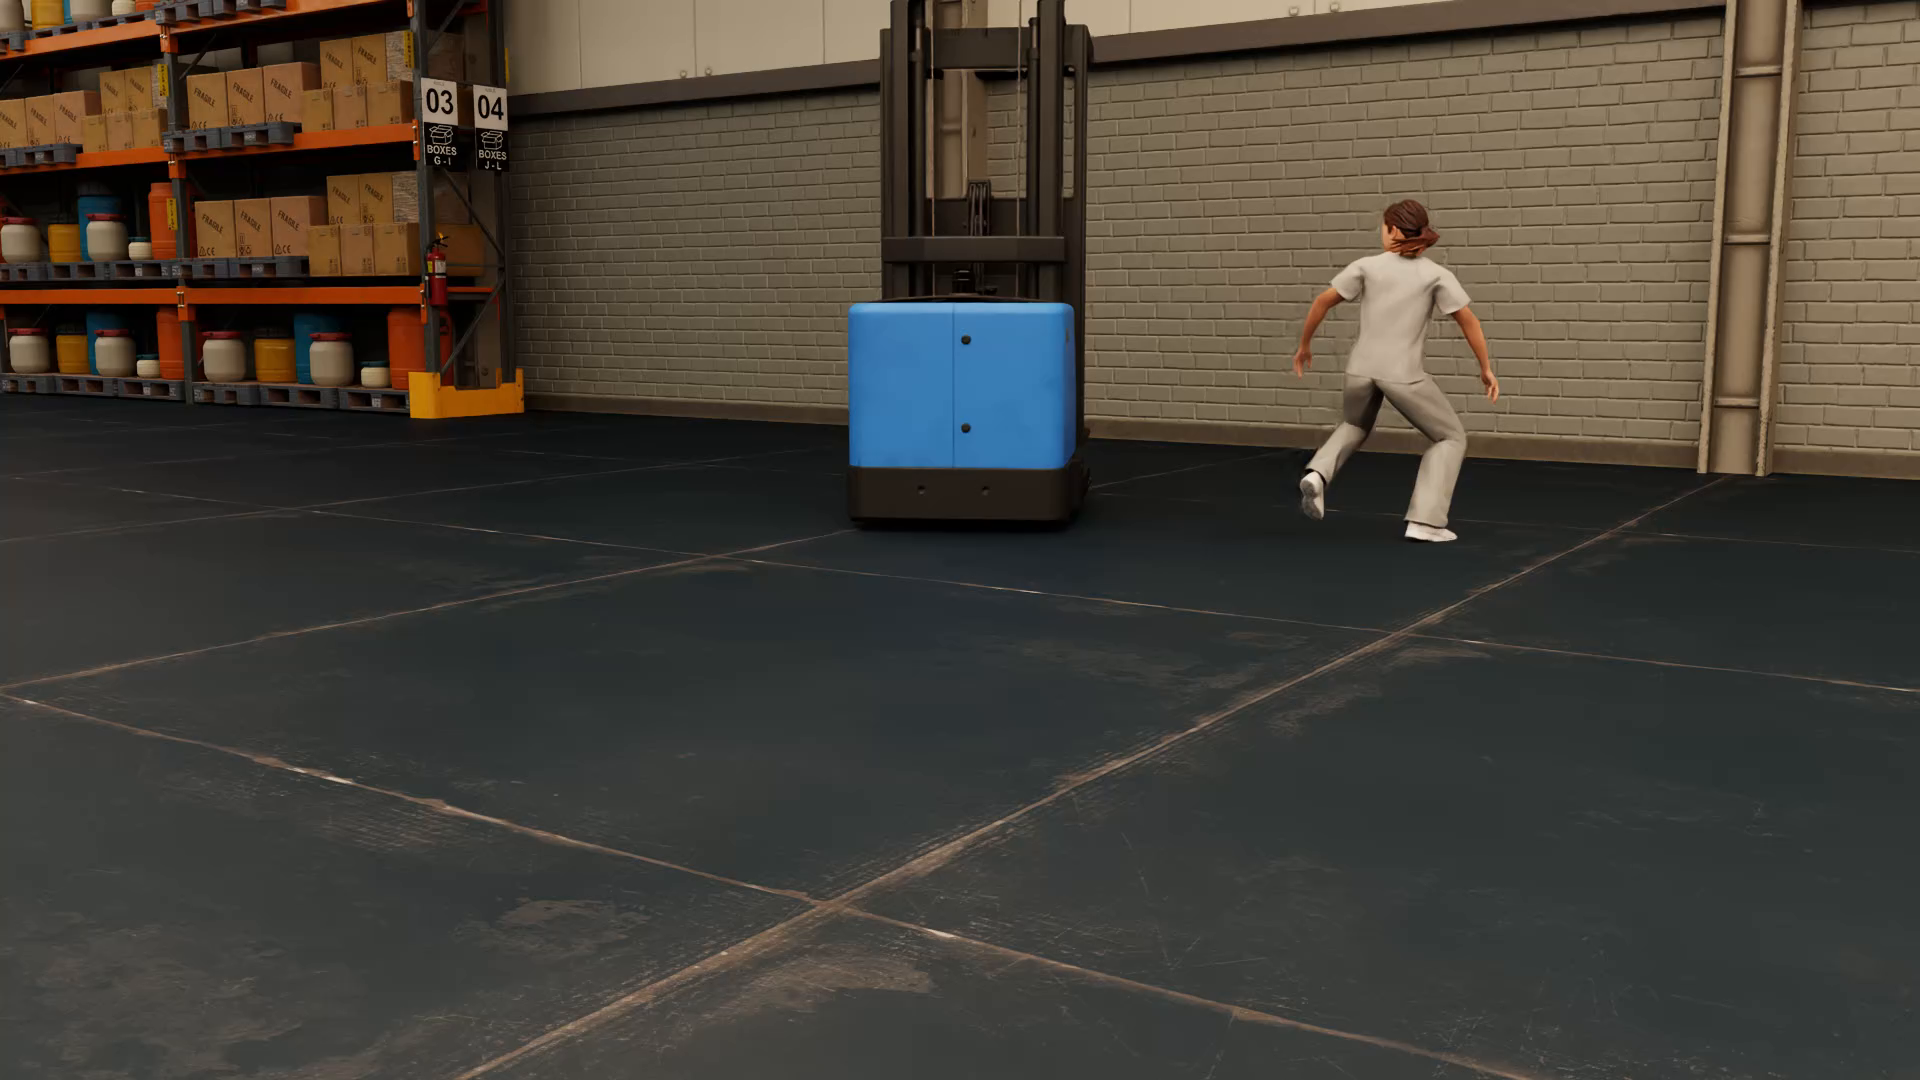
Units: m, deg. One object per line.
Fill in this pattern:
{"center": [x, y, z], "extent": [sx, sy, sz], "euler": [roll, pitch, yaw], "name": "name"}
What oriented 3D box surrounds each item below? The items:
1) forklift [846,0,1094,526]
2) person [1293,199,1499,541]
{"center": [0.155, -1.688, 9.065], "extent": [1.130, 2.935, 3.031], "euler": [1, 8, 7], "name": "forklift"}
{"center": [1.985, -0.762, 7.597], "extent": [0.878, 1.561, 0.496], "euler": [6, 10, 34], "name": "person"}
